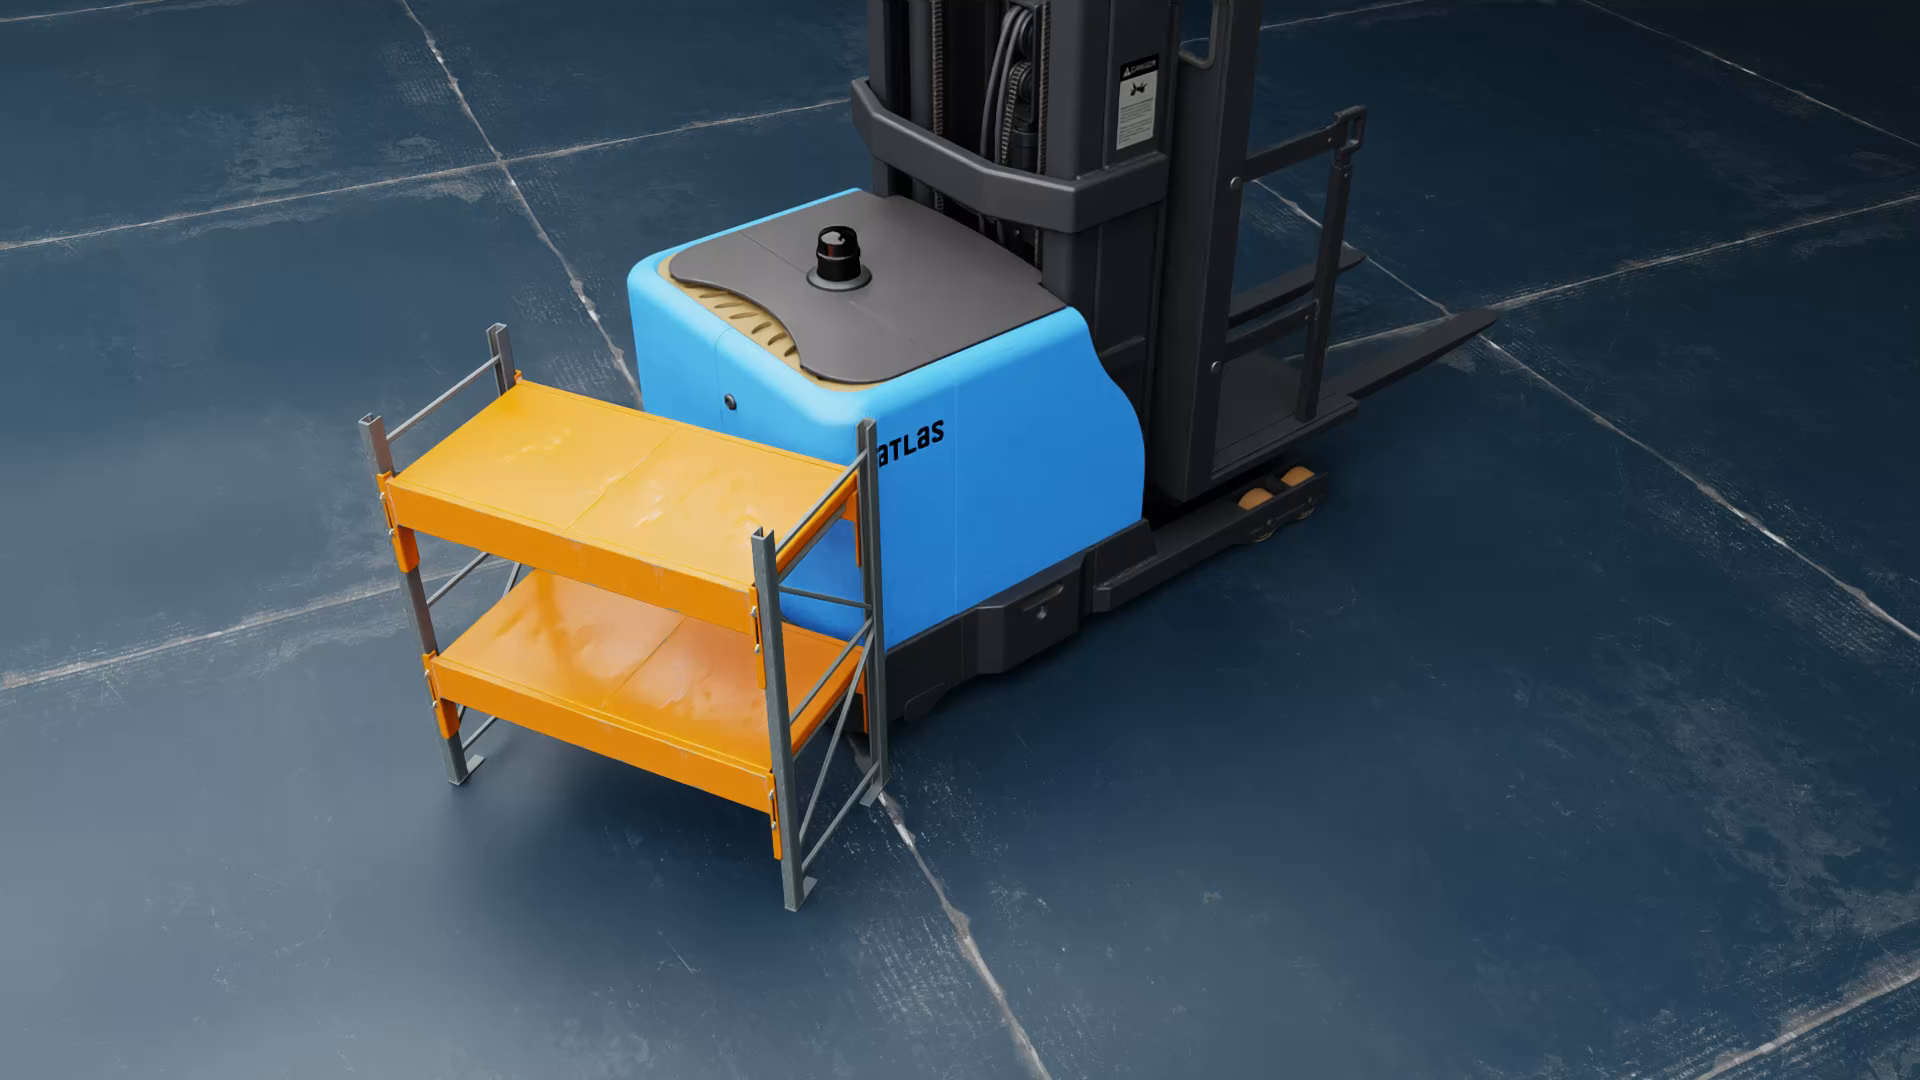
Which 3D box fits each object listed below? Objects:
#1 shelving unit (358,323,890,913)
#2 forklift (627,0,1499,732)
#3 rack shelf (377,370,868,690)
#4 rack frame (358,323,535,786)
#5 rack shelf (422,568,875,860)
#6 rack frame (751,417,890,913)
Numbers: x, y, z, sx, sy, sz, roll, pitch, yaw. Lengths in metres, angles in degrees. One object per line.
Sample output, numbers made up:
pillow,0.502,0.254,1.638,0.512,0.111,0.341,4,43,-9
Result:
shelving unit,-0.767,0.185,4.056,1.048,1.125,0.538,16,39,20
forklift,0.553,-1.392,4.666,3.031,2.935,1.130,-26,44,-30
rack shelf,-0.767,-0.050,3.882,1.000,0.278,0.538,16,39,20
rack frame,-1.228,0.057,4.229,0.032,1.125,0.500,16,39,20
rack shelf,-0.767,0.382,4.202,1.000,0.278,0.538,16,39,20
rack frame,-0.306,0.313,3.883,0.032,1.125,0.500,16,39,20
